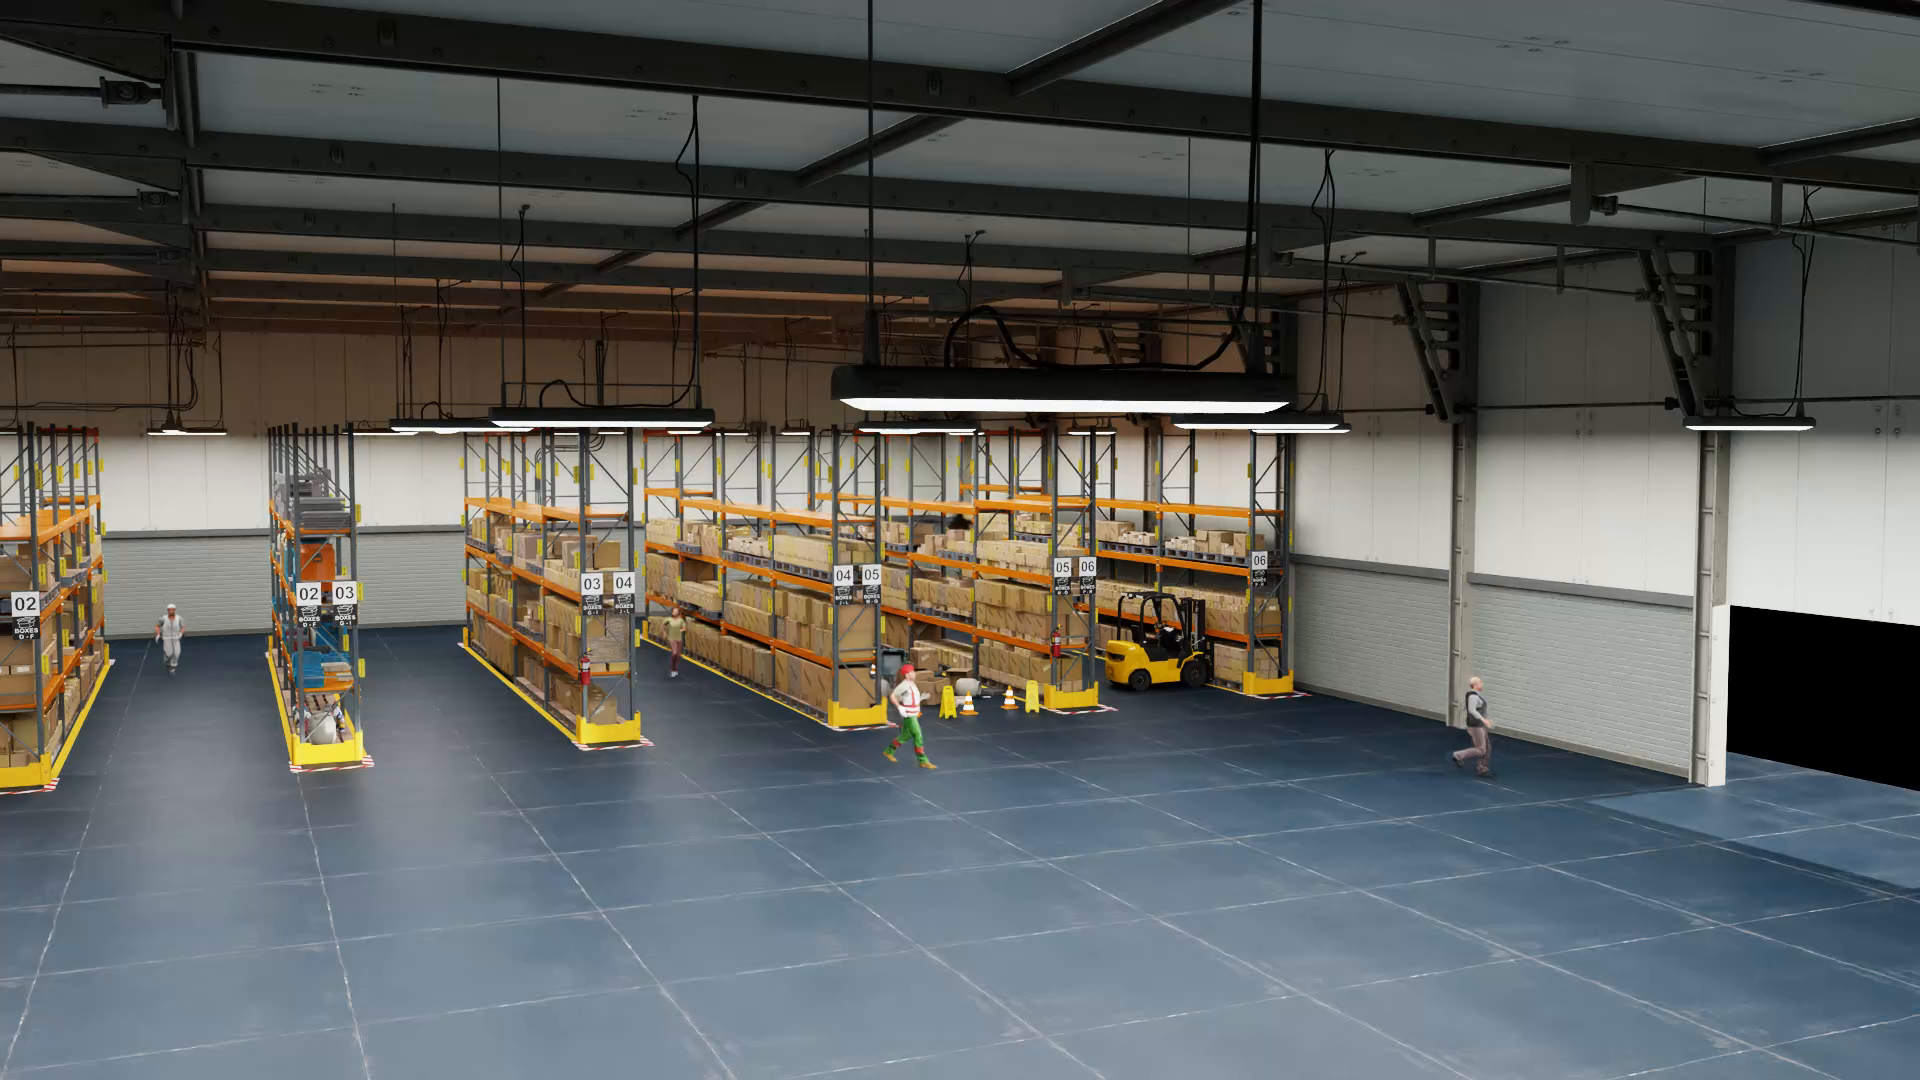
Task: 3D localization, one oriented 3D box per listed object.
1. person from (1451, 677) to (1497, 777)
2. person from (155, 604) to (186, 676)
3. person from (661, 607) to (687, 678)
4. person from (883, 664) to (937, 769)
[{"bbox_3d":[8.700,3.158,28.104,0.762,1.686,0.675,1,4,15],"label":"person"},{"bbox_3d":[-18.985,2.409,40.027,0.662,1.736,0.627,-2,4,-33],"label":"person"},{"bbox_3d":[-6.847,2.450,39.946,0.548,1.701,0.699,-2,4,-30],"label":"person"},{"bbox_3d":[-0.875,3.039,28.754,0.991,1.780,0.659,1,4,10],"label":"person"}]
